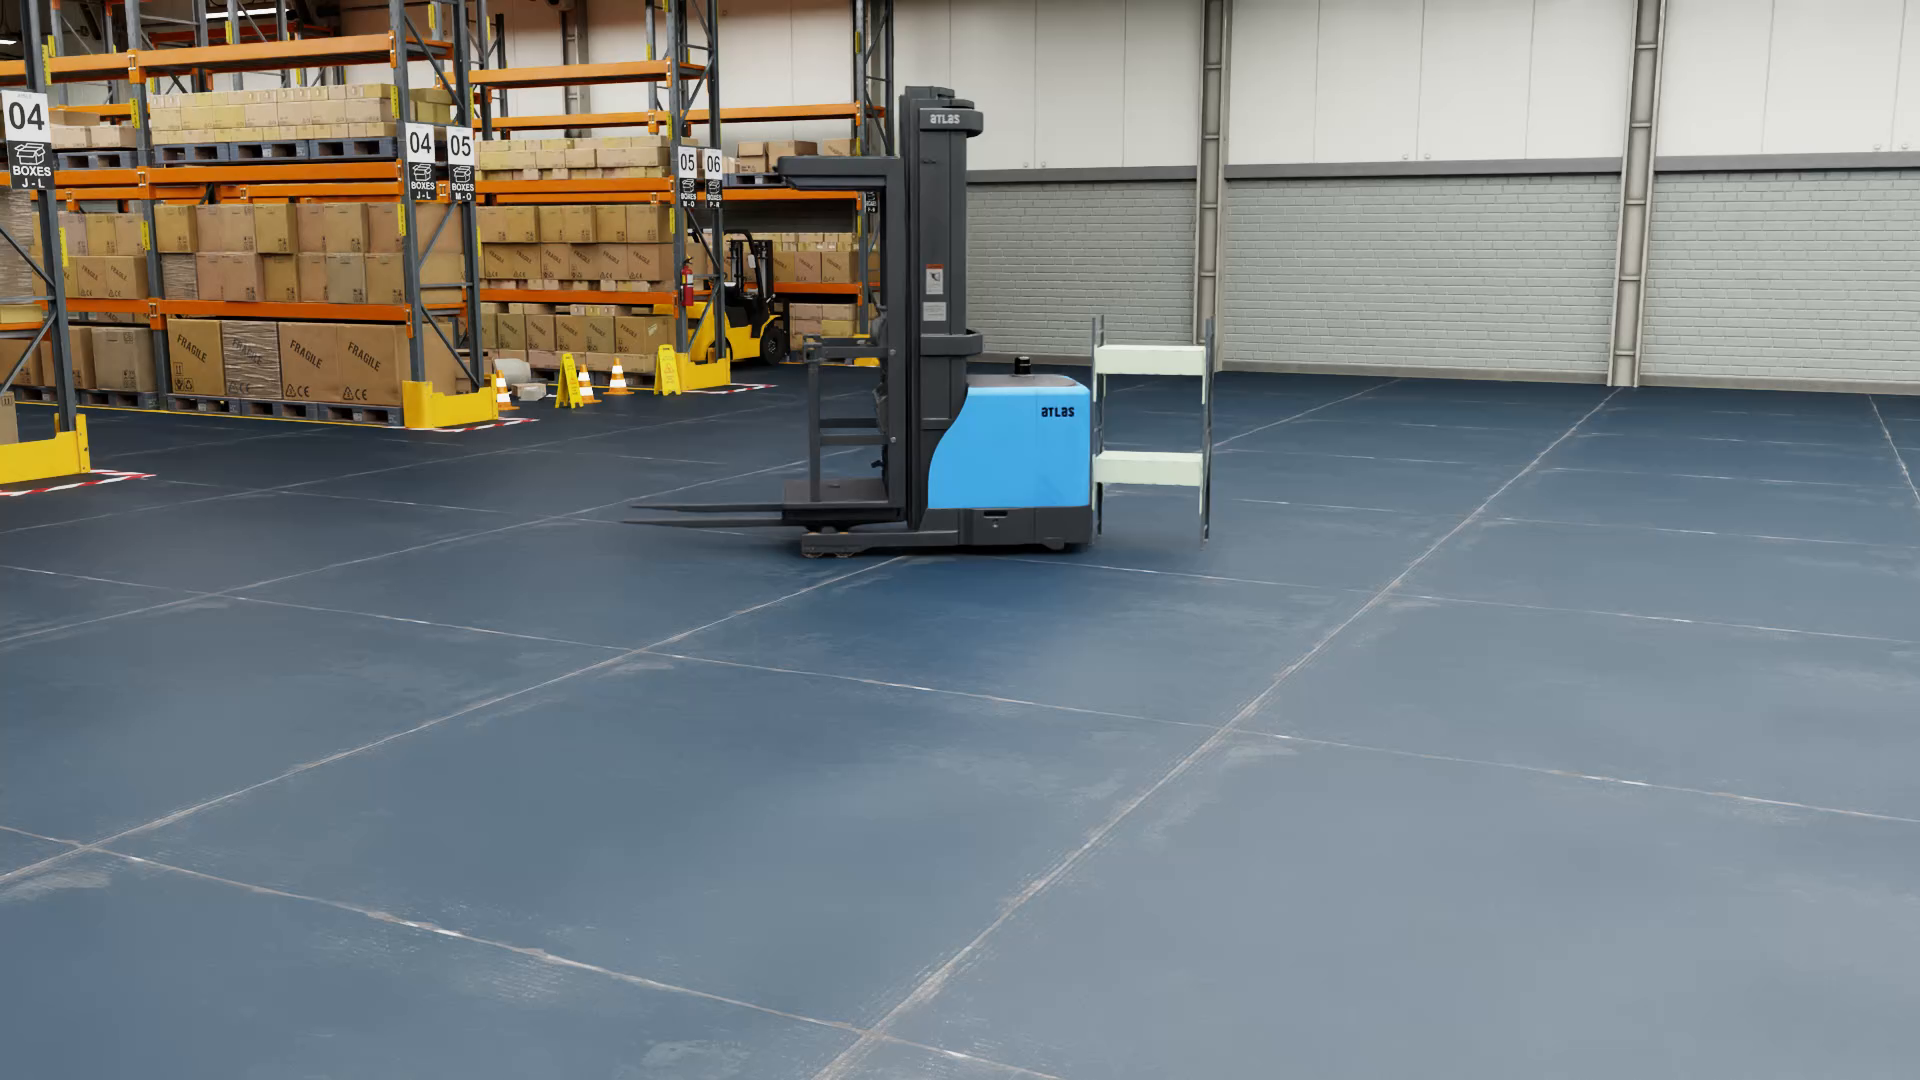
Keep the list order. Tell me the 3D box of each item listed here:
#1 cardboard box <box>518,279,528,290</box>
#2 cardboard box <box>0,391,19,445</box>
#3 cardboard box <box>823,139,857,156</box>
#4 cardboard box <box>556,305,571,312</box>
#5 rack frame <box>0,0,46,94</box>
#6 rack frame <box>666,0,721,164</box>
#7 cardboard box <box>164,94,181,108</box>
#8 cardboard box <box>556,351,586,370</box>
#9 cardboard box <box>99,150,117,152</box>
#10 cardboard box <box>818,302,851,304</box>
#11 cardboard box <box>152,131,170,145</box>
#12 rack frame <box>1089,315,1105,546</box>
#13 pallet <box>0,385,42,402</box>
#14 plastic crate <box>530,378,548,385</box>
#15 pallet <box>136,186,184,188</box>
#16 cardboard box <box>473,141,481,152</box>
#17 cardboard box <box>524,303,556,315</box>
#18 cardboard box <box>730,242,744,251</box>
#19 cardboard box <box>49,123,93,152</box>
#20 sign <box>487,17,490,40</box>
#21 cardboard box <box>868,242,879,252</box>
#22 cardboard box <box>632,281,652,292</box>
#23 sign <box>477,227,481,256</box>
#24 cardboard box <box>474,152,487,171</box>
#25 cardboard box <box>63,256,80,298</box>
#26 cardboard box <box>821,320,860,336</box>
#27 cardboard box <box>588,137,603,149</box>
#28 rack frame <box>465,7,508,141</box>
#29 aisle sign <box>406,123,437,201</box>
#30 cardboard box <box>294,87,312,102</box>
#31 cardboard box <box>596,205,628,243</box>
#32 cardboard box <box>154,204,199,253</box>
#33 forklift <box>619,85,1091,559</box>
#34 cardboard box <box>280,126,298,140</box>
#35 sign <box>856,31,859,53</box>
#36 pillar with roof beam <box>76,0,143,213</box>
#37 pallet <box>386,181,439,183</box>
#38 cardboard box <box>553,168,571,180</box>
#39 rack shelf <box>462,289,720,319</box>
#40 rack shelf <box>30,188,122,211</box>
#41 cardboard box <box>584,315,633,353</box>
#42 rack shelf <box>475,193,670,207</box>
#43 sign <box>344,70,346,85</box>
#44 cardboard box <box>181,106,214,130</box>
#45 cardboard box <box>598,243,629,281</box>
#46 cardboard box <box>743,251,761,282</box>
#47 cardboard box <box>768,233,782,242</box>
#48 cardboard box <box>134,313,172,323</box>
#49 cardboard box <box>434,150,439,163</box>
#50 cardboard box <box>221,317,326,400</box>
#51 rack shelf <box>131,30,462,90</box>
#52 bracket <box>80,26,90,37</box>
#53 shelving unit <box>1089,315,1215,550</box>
[{"bbox_3d":[-6.017,-3.618,23.505,0.250,0.149,0.380,5,11,26],"label":"cardboard box"},{"bbox_3d":[-8.469,-1.017,14.268,0.500,0.500,0.500,8,13,36],"label":"cardboard box"},{"bbox_3d":[-1.843,-6.142,26.579,0.500,0.500,0.500,5,12,28],"label":"cardboard box"},{"bbox_3d":[-6.766,-3.879,29.726,0.625,0.625,0.875,5,11,23],"label":"cardboard box"},{"bbox_3d":[-7.916,-4.941,13.262,0.127,3.000,1.000,5,11,26],"label":"rack frame"},{"bbox_3d":[-3.531,-6.524,22.007,0.127,3.000,1.000,5,11,26],"label":"rack frame"},{"bbox_3d":[-8.812,-4.986,18.940,0.250,0.149,0.380,5,11,25],"label":"cardboard box"},{"bbox_3d":[-5.308,-2.528,23.319,0.500,0.250,0.500,5,11,24],"label":"cardboard box"},{"bbox_3d":[-10.360,-4.848,20.419,0.250,0.149,0.380,5,11,26],"label":"cardboard box"},{"bbox_3d":[-2.135,-3.817,27.632,0.500,0.250,0.500,5,11,26],"label":"cardboard box"},{"bbox_3d":[-9.042,-4.613,19.121,0.250,0.149,0.380,5,11,25],"label":"cardboard box"},{"bbox_3d":[0.913,-0.736,11.083,0.023,1.500,0.400,2,11,13],"label":"rack frame"},{"bbox_3d":[-12.131,-1.957,21.451,1.213,0.211,1.003,5,11,26],"label":"pallet"},{"bbox_3d":[-6.073,-2.195,23.136,0.583,0.080,0.402,1,10,6],"label":"plastic crate"},{"bbox_3d":[-12.311,-5.715,26.492,1.213,0.211,1.003,6,12,28],"label":"pallet"},{"bbox_3d":[-6.734,-5.539,23.455,0.250,0.149,0.380,5,12,28],"label":"cardboard box"},{"bbox_3d":[-5.919,-3.259,23.427,0.250,0.149,0.380,6,12,29],"label":"cardboard box"},{"bbox_3d":[-3.621,-4.876,27.645,0.250,0.149,0.380,5,11,24],"label":"cardboard box"},{"bbox_3d":[-10.887,-4.879,20.134,0.500,0.311,0.500,5,11,24],"label":"cardboard box"},{"bbox_3d":[-6.862,-7.423,24.129,0.005,0.325,0.100,5,11,26],"label":"sign"},{"bbox_3d":[-1.528,-4.801,27.233,0.250,0.149,0.380,5,11,24],"label":"cardboard box"},{"bbox_3d":[-4.238,-3.445,22.550,0.250,0.149,0.380,5,11,25],"label":"cardboard box"},{"bbox_3d":[-5.380,-3.326,18.532,0.005,0.325,0.100,5,11,26],"label":"sign"},{"bbox_3d":[-6.845,-5.357,23.570,0.500,0.250,0.500,5,11,25],"label":"cardboard box"},{"bbox_3d":[-10.711,-3.215,20.293,0.500,0.500,0.500,5,11,26],"label":"cardboard box"},{"bbox_3d":[-1.913,-3.453,27.022,0.500,0.250,0.500,5,11,25],"label":"cardboard box"},{"bbox_3d":[-4.837,-5.388,22.622,0.250,0.149,0.380,5,11,26],"label":"cardboard box"},{"bbox_3d":[-8.513,-7.947,29.872,0.127,3.000,1.000,5,11,26],"label":"rack frame"},{"bbox_3d":[-5.700,-3.999,17.602,0.004,0.787,0.394,5,11,26],"label":"aisle sign"},{"bbox_3d":[-6.992,-4.826,18.057,0.250,0.149,0.380,5,11,26],"label":"cardboard box"},{"bbox_3d":[-4.536,-4.306,22.674,0.500,0.500,0.700,5,11,26],"label":"cardboard box"},{"bbox_3d":[-8.902,-3.659,19.570,0.550,0.550,0.875,5,11,26],"label":"cardboard box"},{"bbox_3d":[-0.700,-1.423,10.862,3.031,2.935,1.130,-1,10,-5],"label":"forklift"},{"bbox_3d":[-7.218,-4.454,18.238,0.250,0.149,0.380,5,11,26],"label":"cardboard box"},{"bbox_3d":[-1.591,-7.730,25.826,0.005,0.325,0.100,5,11,26],"label":"sign"},{"bbox_3d":[-19.611,-8.246,31.526,0.548,9.000,9.100,5,11,26],"label":"pillar with roof beam"},{"bbox_3d":[-7.625,-5.336,24.395,1.003,0.211,1.213,5,11,26],"label":"pallet"},{"bbox_3d":[-5.372,-5.021,22.835,0.250,0.149,0.380,5,11,25],"label":"cardboard box"},{"bbox_3d":[-5.325,-3.375,23.476,4.000,0.370,1.077,5,11,26],"label":"rack shelf"},{"bbox_3d":[-16.086,-5.797,28.434,4.000,0.370,1.077,5,11,26],"label":"rack shelf"},{"bbox_3d":[-4.835,-2.856,23.025,0.500,0.500,0.500,6,12,28],"label":"cardboard box"},{"bbox_3d":[-6.719,-5.959,29.333,4.000,0.370,1.077,5,11,26],"label":"rack shelf"},{"bbox_3d":[-11.859,-8.889,32.009,0.005,0.325,0.100,5,11,26],"label":"sign"},{"bbox_3d":[-8.450,-4.770,18.866,0.500,0.250,0.500,5,11,25],"label":"cardboard box"},{"bbox_3d":[-4.587,-3.806,22.721,0.500,0.500,0.500,5,11,26],"label":"cardboard box"},{"bbox_3d":[-3.272,-4.531,27.563,0.500,0.500,0.500,5,11,26],"label":"cardboard box"},{"bbox_3d":[-2.942,-4.958,27.267,0.250,0.149,0.380,5,12,27],"label":"cardboard box"},{"bbox_3d":[-12.888,-3.572,27.332,0.875,0.875,0.875,5,12,27],"label":"cardboard box"},{"bbox_3d":[-7.706,-5.518,24.118,0.500,0.250,0.500,5,11,25],"label":"cardboard box"},{"bbox_3d":[-7.875,-2.118,19.298,0.875,0.875,0.875,5,11,26],"label":"cardboard box"},{"bbox_3d":[-7.424,-5.332,18.566,4.000,0.370,1.077,5,11,26],"label":"rack shelf"},{"bbox_3d":[-18.235,-10.681,34.872,0.430,0.232,0.235,5,11,26],"label":"bracket"},{"bbox_3d":[1.269,-0.720,10.999,0.755,1.500,0.431,2,11,13],"label":"shelving unit"}]
